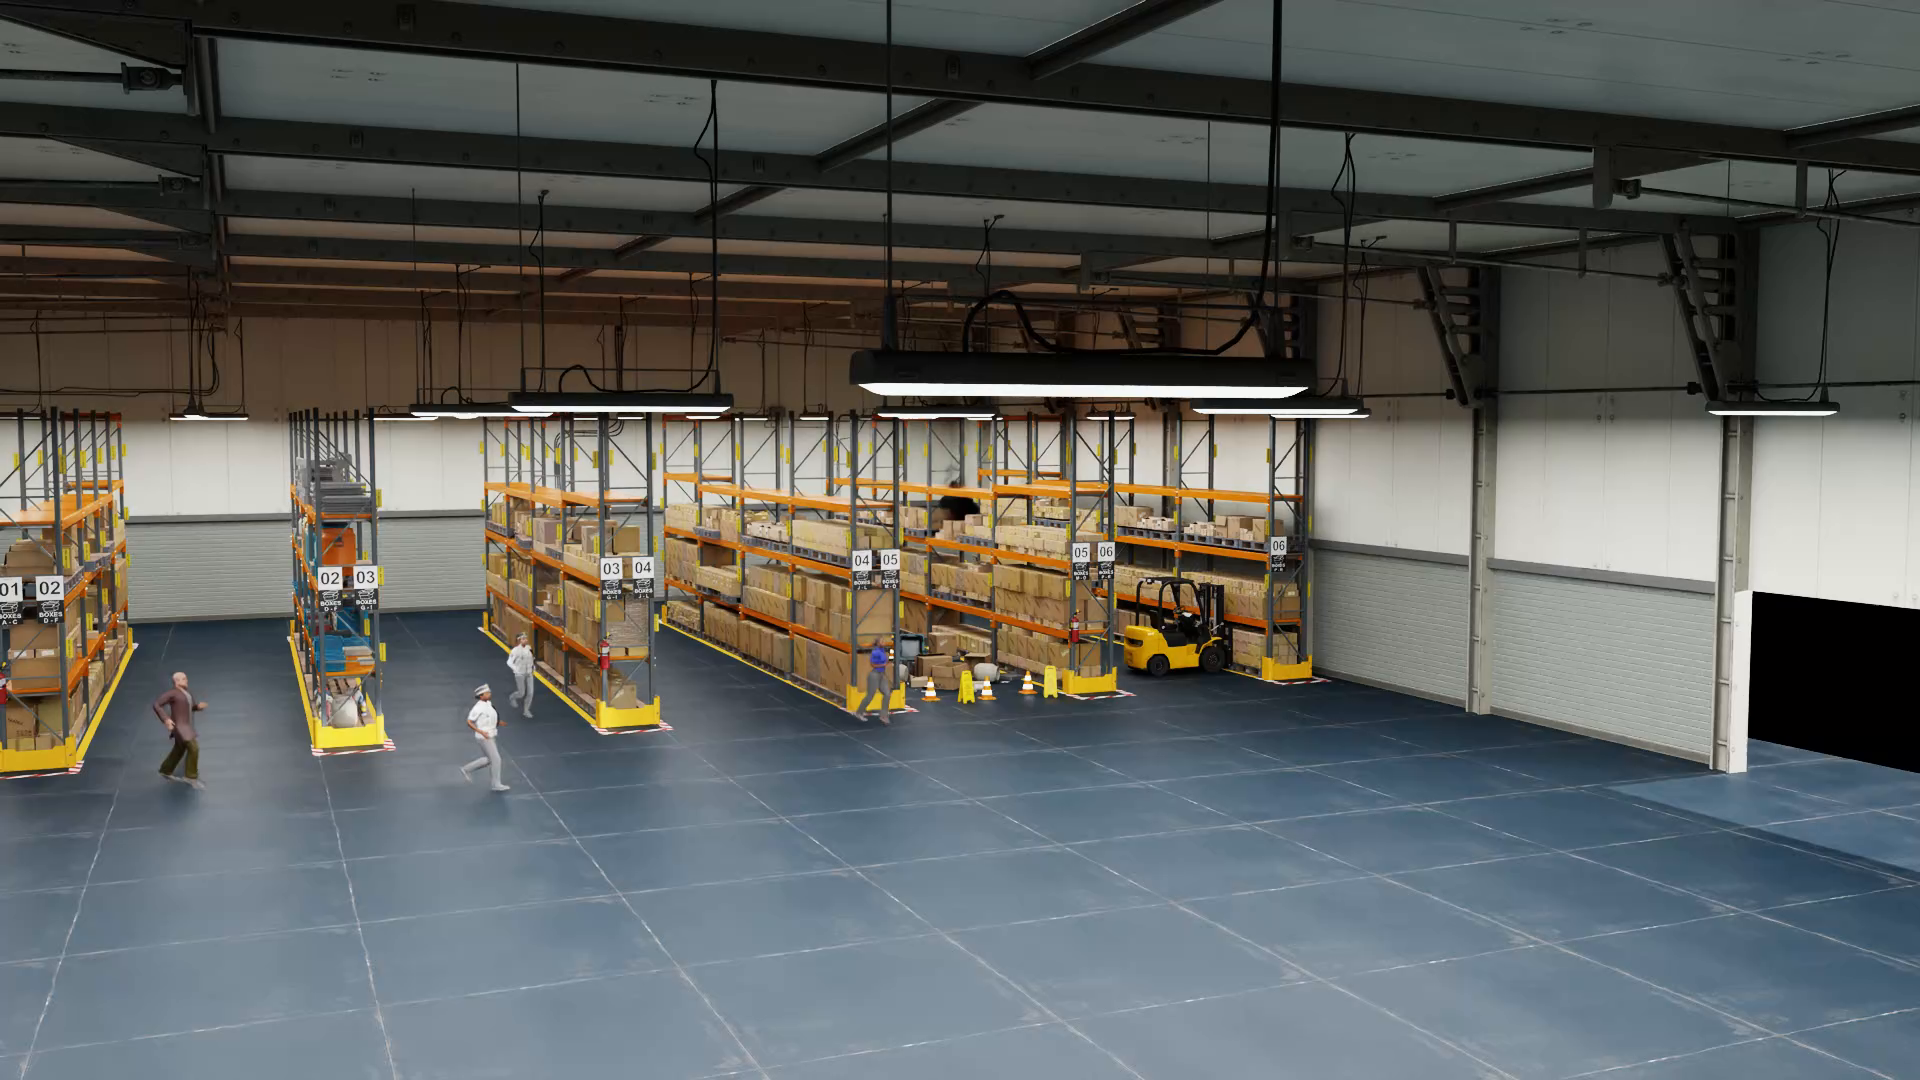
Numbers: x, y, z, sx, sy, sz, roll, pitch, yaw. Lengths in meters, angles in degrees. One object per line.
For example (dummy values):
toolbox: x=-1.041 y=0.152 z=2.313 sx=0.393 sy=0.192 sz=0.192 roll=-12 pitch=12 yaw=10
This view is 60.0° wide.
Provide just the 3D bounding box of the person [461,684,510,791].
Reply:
person: x=-7.426 y=3.069 z=25.926 sx=0.815 sy=1.666 sz=0.588 roll=0 pitch=4 yaw=5

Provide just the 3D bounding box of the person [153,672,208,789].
person: x=-12.264 y=3.039 z=26.169 sx=0.862 sy=1.771 sz=0.675 roll=0 pitch=4 yaw=-2

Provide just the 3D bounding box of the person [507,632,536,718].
person: x=-8.577 y=2.621 z=32.616 sx=0.619 sy=1.676 sz=0.721 roll=-4 pitch=5 yaw=-42

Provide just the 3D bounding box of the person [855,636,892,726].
person: x=-1.595 y=2.682 z=31.739 sx=0.744 sy=1.713 sz=0.579 roll=2 pitch=4 yaw=26

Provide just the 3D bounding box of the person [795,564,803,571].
person: x=-5.038 y=1.331 z=50.894 sx=0.948 sy=1.659 sz=0.606 roll=-1 pitch=4 yaw=-19
